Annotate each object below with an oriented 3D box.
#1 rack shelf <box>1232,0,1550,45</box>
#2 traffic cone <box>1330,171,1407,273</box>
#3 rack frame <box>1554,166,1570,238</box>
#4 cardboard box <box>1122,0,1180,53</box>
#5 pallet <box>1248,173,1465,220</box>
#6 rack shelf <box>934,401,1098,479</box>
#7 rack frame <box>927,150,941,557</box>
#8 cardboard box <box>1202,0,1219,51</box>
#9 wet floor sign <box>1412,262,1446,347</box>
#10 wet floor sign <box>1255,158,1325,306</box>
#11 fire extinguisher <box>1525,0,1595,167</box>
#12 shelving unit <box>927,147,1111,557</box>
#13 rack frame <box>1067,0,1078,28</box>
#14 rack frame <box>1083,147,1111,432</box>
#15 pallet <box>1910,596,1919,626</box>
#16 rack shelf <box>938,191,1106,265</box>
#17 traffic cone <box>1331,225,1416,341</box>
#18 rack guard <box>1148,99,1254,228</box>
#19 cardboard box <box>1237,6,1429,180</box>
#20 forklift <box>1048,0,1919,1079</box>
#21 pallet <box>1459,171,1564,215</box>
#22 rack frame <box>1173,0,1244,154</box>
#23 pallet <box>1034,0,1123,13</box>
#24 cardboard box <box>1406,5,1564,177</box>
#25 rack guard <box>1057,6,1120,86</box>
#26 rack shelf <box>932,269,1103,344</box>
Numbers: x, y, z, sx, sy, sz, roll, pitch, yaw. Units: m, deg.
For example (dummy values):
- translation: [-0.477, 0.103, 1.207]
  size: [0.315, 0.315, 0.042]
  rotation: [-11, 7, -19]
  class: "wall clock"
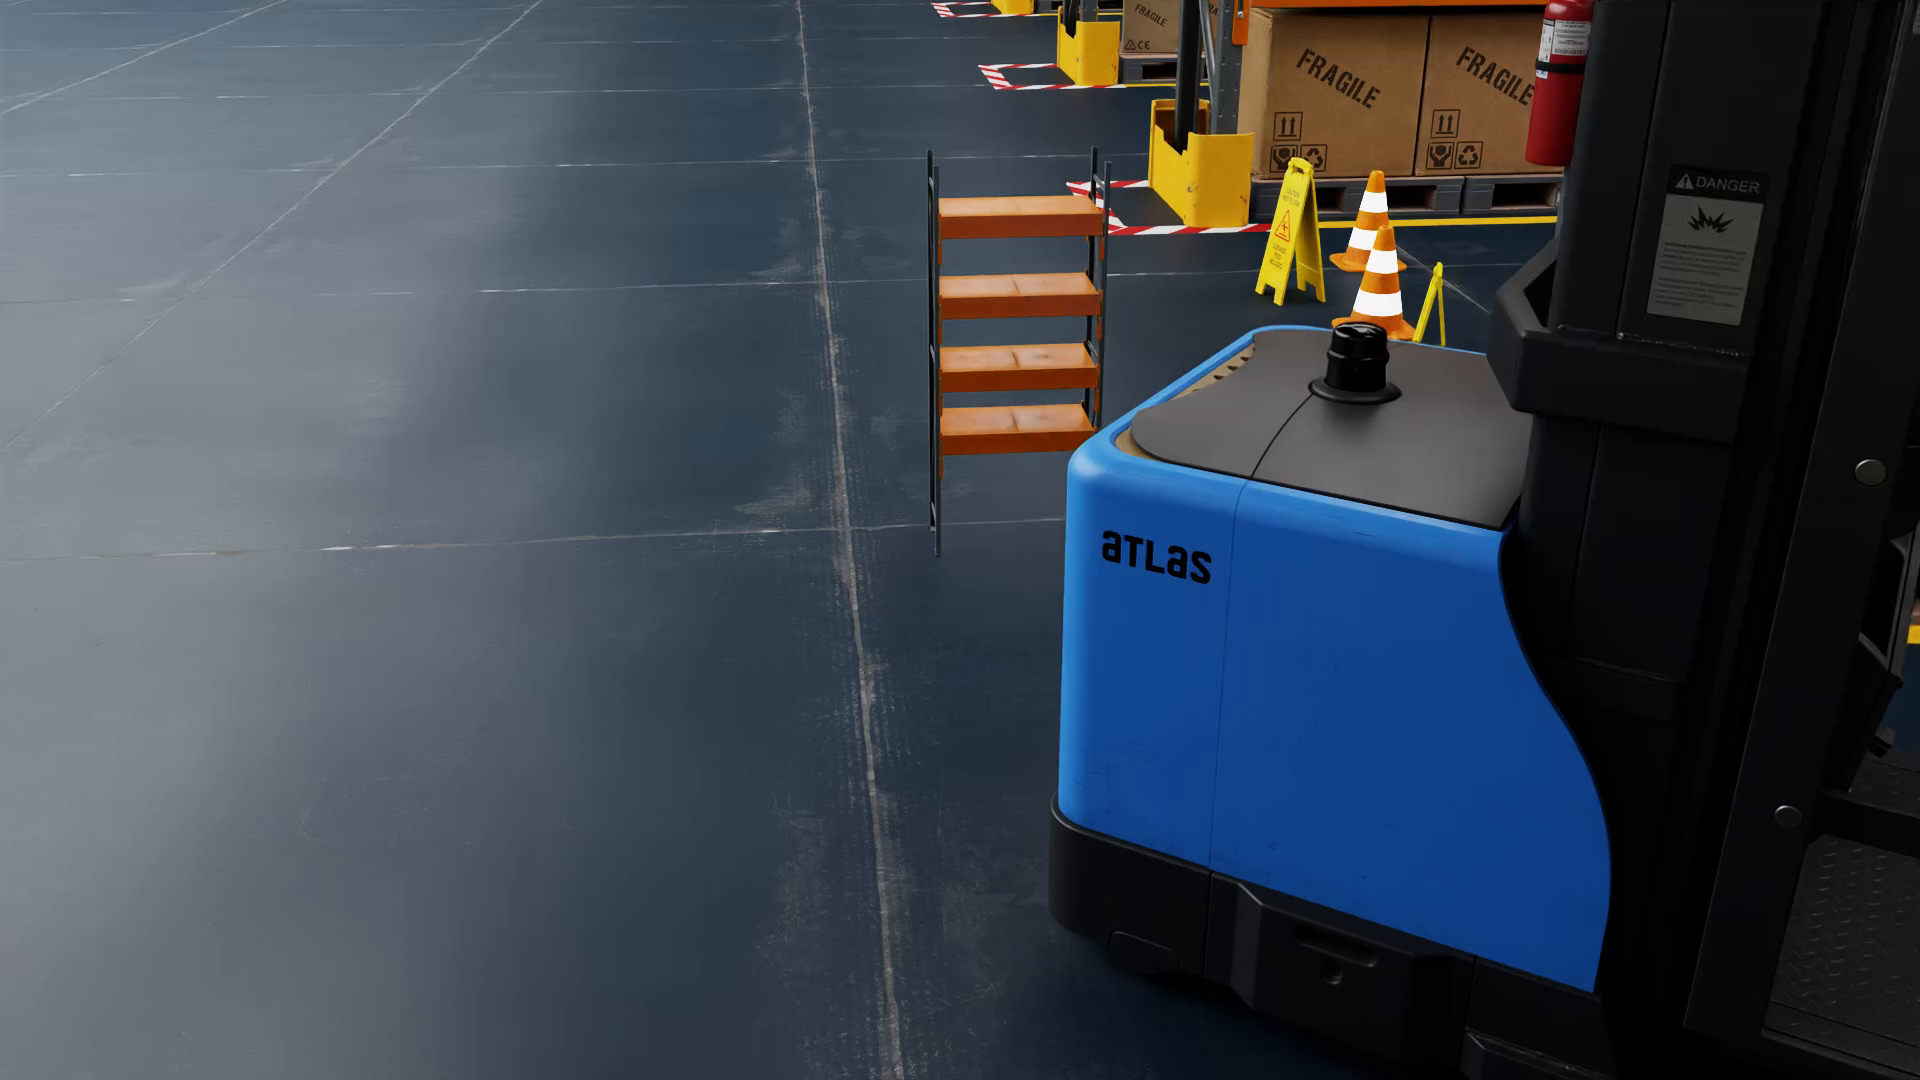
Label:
- translation: [3.377, -3.067, 9.342]
  size: [4.000, 0.370, 1.077]
  rotation: [-2, 24, -5]
  class: "rack shelf"
- translation: [2.055, -1.603, 8.288]
  size: [0.334, 0.463, 0.336]
  rotation: [-2, 24, -5]
  class: "traffic cone"
- translation: [1.974, -1.319, 4.524]
  size: [0.127, 3.000, 1.000]
  rotation: [-2, 24, -5]
  class: "rack frame"
- translation: [3.155, -1.955, 6.992]
  size: [2.007, 1.739, 15.623]
  rotation: [-3, 24, -6]
  class: "cardboard box"
- translation: [2.175, -2.105, 9.726]
  size: [1.213, 0.211, 1.003]
  rotation: [-2, 24, -5]
  class: "pallet"
- translation: [0.165, -0.312, 5.129]
  size: [0.480, 0.148, 0.258]
  rotation: [-2, 24, -5]
  class: "rack shelf"
- translation: [-0.078, -0.545, 4.999]
  size: [0.015, 1.200, 0.240]
  rotation: [-2, 24, -5]
  class: "rack frame"
- translation: [2.214, -4.430, 14.084]
  size: [0.500, 0.500, 0.500]
  rotation: [4, 24, 9]
  class: "cardboard box"
- translation: [1.679, -0.668, 5.958]
  size: [0.232, 0.644, 0.267]
  rotation: [6, 25, 13]
  class: "wet floor sign"
- translation: [1.552, -1.438, 7.691]
  size: [0.232, 0.644, 0.267]
  rotation: [-6, 25, -14]
  class: "wet floor sign"
- translation: [1.814, -1.465, 4.948]
  size: [0.183, 0.674, 0.296]
  rotation: [-2, 24, -5]
  class: "fire extinguisher"
- translation: [0.165, -0.555, 5.021]
  size: [0.503, 1.200, 0.258]
  rotation: [-2, 24, -5]
  class: "shelving unit"
- translation: [1.000, -5.323, 13.533]
  size: [0.053, 2.616, 0.949]
  rotation: [-2, 24, -5]
  class: "rack frame"
- translation: [0.408, -0.565, 5.043]
  size: [0.015, 1.200, 0.240]
  rotation: [-2, 24, -5]
  class: "rack frame"
- translation: [2.861, -0.066, 5.138]
  size: [1.213, 0.211, 1.003]
  rotation: [-2, 24, -5]
  class: "pallet"
- translation: [0.165, -0.914, 4.862]
  size: [0.480, 0.148, 0.258]
  rotation: [-2, 24, -5]
  class: "rack shelf"
- translation: [1.827, -1.133, 7.230]
  size: [0.334, 0.463, 0.336]
  rotation: [-2, 24, -5]
  class: "traffic cone"
- translation: [1.363, -2.172, 9.522]
  size: [0.348, 0.500, 1.175]
  rotation: [-2, 24, -5]
  class: "rack guard"
- translation: [2.872, -3.567, 9.067]
  size: [2.515, 2.999, 0.987]
  rotation: [-2, 24, -4]
  class: "cardboard box"
- translation: [1.709, -0.381, 2.498]
  size: [3.031, 2.935, 1.130]
  rotation: [14, 27, 28]
  class: "forklift"
- translation: [3.386, -2.152, 9.832]
  size: [1.213, 0.211, 1.003]
  rotation: [-2, 24, -5]
  class: "pallet"
- translation: [1.387, -3.315, 9.016]
  size: [0.127, 3.000, 1.000]
  rotation: [-2, 24, -5]
  class: "rack frame"
- translation: [1.393, -6.104, 18.724]
  size: [1.213, 0.211, 1.003]
  rotation: [-2, 24, -5]
  class: "pallet"
- translation: [2.930, -2.626, 9.564]
  size: [0.875, 0.875, 0.875]
  rotation: [-3, 24, -6]
  class: "cardboard box"
- translation: [1.075, -4.185, 14.050]
  size: [0.348, 0.500, 1.175]
  rotation: [-2, 24, -5]
  class: "rack guard"
- translation: [0.165, -0.698, 4.958]
  size: [0.480, 0.148, 0.258]
  rotation: [-2, 24, -5]
  class: "rack shelf"
